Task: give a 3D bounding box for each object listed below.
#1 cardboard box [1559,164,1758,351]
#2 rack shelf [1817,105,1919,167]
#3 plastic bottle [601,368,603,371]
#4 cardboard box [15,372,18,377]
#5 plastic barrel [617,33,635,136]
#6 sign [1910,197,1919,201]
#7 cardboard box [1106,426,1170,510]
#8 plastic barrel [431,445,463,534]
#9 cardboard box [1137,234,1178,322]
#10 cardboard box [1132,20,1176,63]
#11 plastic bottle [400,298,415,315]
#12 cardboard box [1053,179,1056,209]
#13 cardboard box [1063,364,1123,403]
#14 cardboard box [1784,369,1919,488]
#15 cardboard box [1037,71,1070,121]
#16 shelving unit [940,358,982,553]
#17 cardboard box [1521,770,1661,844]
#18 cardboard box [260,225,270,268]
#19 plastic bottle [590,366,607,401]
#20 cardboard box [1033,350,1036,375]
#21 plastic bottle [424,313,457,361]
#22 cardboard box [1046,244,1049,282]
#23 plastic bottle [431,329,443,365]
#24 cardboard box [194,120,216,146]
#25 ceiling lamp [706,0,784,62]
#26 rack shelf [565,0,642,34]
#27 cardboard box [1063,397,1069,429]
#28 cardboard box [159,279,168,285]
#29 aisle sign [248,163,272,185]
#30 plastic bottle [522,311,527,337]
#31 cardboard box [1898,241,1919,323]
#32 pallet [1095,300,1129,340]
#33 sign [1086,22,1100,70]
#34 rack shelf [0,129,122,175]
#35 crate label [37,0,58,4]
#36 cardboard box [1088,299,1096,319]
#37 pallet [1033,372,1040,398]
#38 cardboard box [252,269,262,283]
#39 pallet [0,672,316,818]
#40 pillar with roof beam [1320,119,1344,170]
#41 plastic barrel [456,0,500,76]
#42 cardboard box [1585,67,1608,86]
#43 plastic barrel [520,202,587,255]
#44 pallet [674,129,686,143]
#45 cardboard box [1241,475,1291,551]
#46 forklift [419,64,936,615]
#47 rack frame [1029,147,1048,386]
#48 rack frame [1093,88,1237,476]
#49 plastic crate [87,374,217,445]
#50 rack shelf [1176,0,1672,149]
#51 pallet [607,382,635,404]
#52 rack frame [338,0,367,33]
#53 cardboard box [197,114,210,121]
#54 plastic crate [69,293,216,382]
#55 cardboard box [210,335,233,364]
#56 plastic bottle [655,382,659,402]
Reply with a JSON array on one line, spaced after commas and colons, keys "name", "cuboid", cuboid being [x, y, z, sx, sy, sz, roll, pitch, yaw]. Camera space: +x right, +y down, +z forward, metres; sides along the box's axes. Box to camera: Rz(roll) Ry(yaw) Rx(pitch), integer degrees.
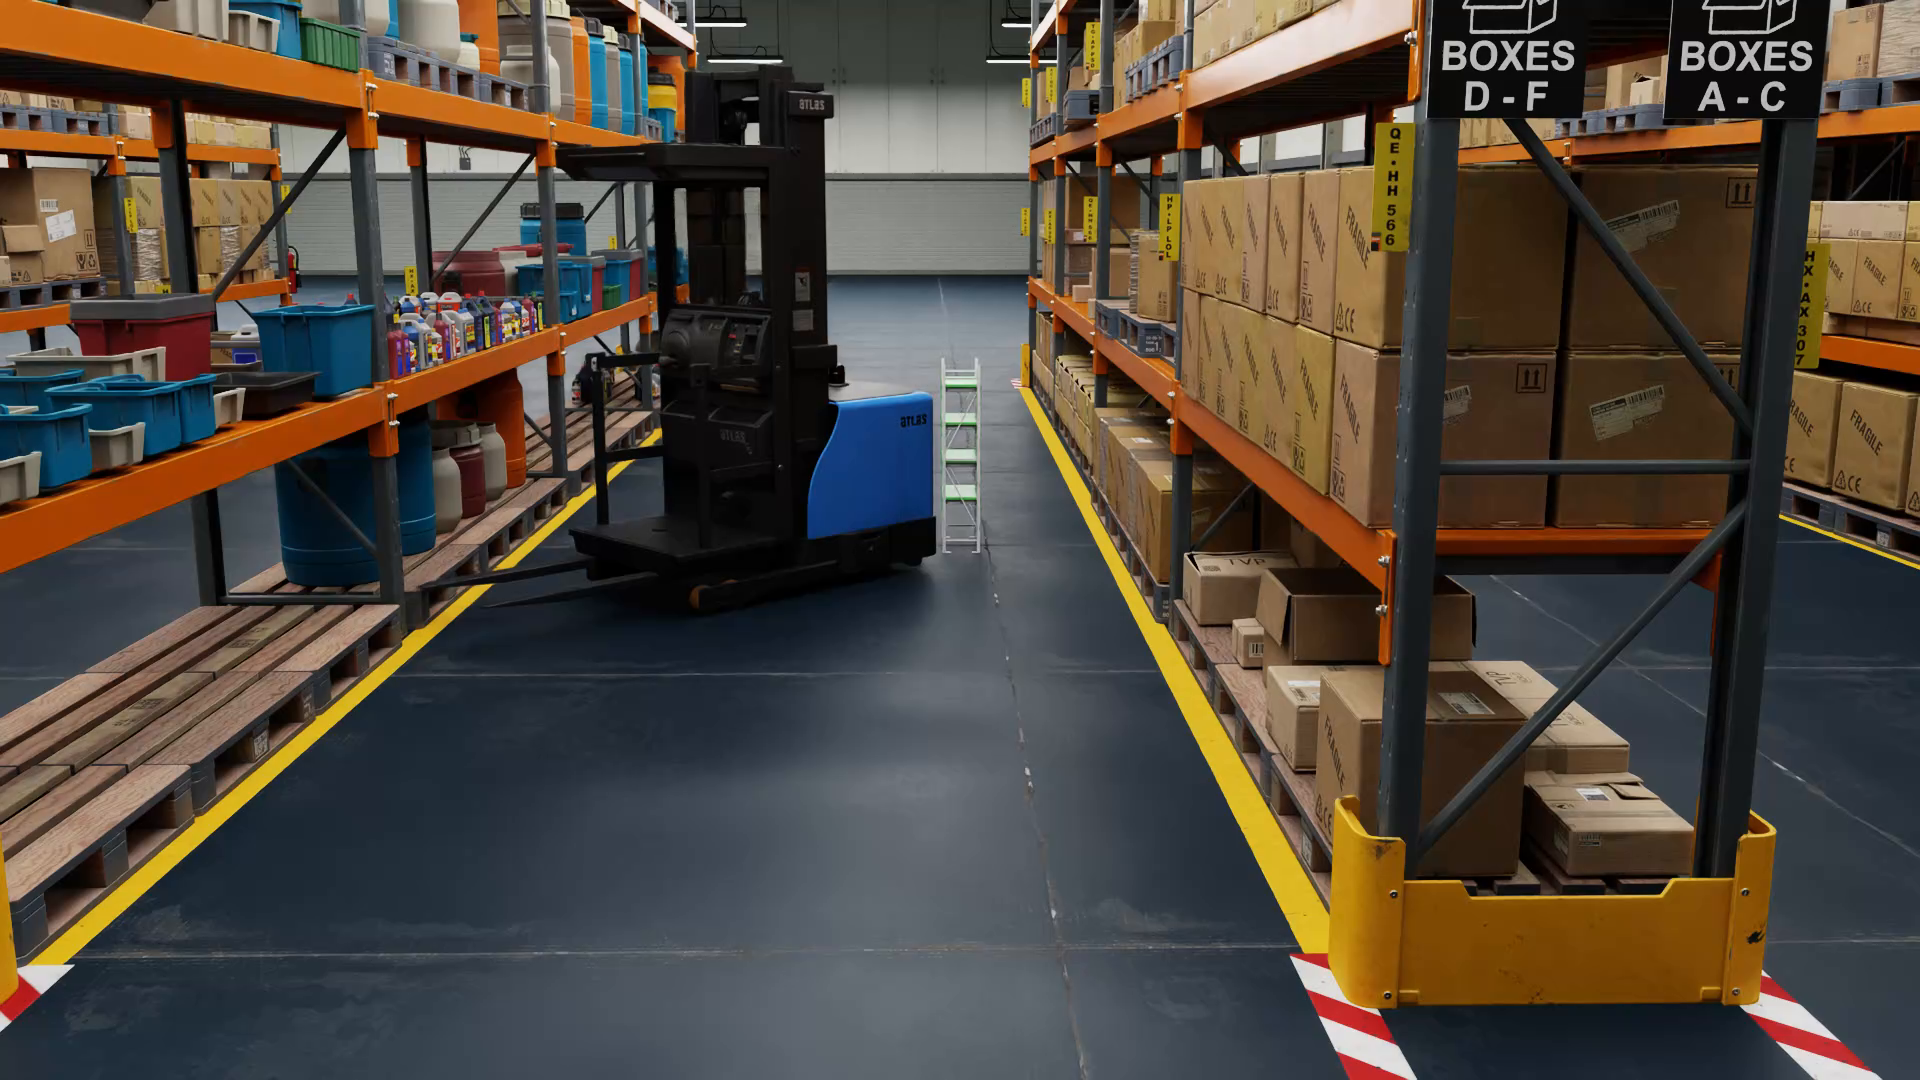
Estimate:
[{"name": "cardboard box", "cuboid": [1.927, -0.815, 4.765, 0.500, 0.500, 0.500, 0, 11, 1]}, {"name": "rack shelf", "cuboid": [6.502, -2.518, 10.190, 1.077, 0.370, 4.000, 0, 11, -1]}, {"name": "plastic bottle", "cuboid": [-3.839, -1.695, 17.611, 0.152, 0.276, 0.135, 0, 11, 0]}, {"name": "cardboard box", "cuboid": [-8.485, -1.194, 14.582, 0.700, 0.500, 0.500, -1, 12, -6]}, {"name": "plastic barrel", "cuboid": [-3.300, -4.168, 15.253, 0.600, 0.901, 0.708, 0, 11, -1]}, {"name": "sign", "cuboid": [7.015, -2.368, 12.276, 0.100, 0.325, 0.005, 0, 11, -1]}, {"name": "cardboard box", "cuboid": [1.253, -0.472, 11.021, 0.500, 0.500, 0.500, 0, 11, -2]}, {"name": "plastic barrel", "cuboid": [-3.293, -0.310, 10.245, 0.421, 0.512, 0.421, 0, 11, 0]}, {"name": "cardboard box", "cuboid": [1.492, -1.587, 10.031, 0.700, 0.500, 0.500, -3, 12, -16]}, {"name": "cardboard box", "cuboid": [1.572, -3.004, 10.528, 0.910, 0.500, 0.500, 0, 11, -1]}, {"name": "plastic bottle", "cuboid": [-3.714, -1.492, 11.192, 0.097, 0.271, 0.097, 0, 11, 0]}, {"name": "cardboard box", "cuboid": [1.378, -3.644, 17.963, 0.700, 0.500, 0.500, 0, 11, -1]}, {"name": "cardboard box", "cuboid": [1.202, -1.419, 14.960, 0.500, 0.311, 0.500, -1, 11, -3]}, {"name": "cardboard box", "cuboid": [6.344, -0.803, 11.825, 0.750, 0.750, 0.750, 0, 11, -2]}, {"name": "cardboard box", "cuboid": [1.103, -4.829, 18.115, 0.500, 0.500, 0.500, 0, 11, -1]}, {"name": "shelving unit", "cuboid": [0.003, -0.555, 10.778, 0.258, 1.200, 0.503, 0, 11, -1]}, {"name": "cardboard box", "cuboid": [2.003, 0.852, 5.334, 0.380, 0.166, 0.250, 0, 11, -1]}, {"name": "cardboard box", "cuboid": [-8.578, -3.412, 19.335, 0.875, 0.500, 0.500, 0, 11, -1]}, {"name": "plastic bottle", "cuboid": [-3.685, -1.597, 16.943, 0.144, 0.351, 0.185, 0, 11, -1]}, {"name": "cardboard box", "cuboid": [1.131, -2.118, 19.813, 0.500, 0.250, 0.500, 0, 11, -1]}, {"name": "plastic bottle", "cuboid": [-3.010, -1.179, 9.637, 0.152, 0.276, 0.135, 0, 11, -1]}, {"name": "cardboard box", "cuboid": [1.355, -3.219, 19.129, 0.700, 0.500, 0.500, 0, 11, 0]}, {"name": "plastic bottle", "cuboid": [-2.977, -1.093, 9.401, 0.097, 0.201, 0.097, 0, 11, 0]}, {"name": "cardboard box", "cuboid": [-8.267, -4.328, 17.680, 0.500, 0.250, 0.500, 0, 11, -2]}, {"name": "ceiling lamp", "cuboid": [-5.664, -14.198, 43.730, 2.000, 3.185, 0.800, 0, 11, -1]}, {"name": "rack shelf", "cuboid": [-3.486, -4.546, 13.650, 1.077, 0.370, 4.000, 0, 11, -1]}, {"name": "cardboard box", "cuboid": [1.208, -1.144, 15.015, 0.500, 0.250, 0.500, -1, 11, -3]}, {"name": "cardboard box", "cuboid": [-8.208, -2.552, 16.726, 0.380, 0.149, 0.250, 0, 11, -1]}, {"name": "aisle sign", "cuboid": [-8.263, -4.615, 19.723, 0.394, 0.787, 0.004, 0, 11, -1]}, {"name": "plastic bottle", "cuboid": [-3.019, -1.493, 11.373, 0.097, 0.201, 0.097, 0, 11, 0]}, {"name": "cardboard box", "cuboid": [6.244, -1.599, 10.344, 0.500, 0.500, 0.500, 0, 11, 0]}, {"name": "pallet", "cuboid": [1.592, -1.548, 11.629, 1.213, 0.211, 1.003, 0, 11, -1]}, {"name": "sign", "cuboid": [0.953, -3.538, 11.912, 0.100, 0.325, 0.005, 0, 11, -1]}, {"name": "rack shelf", "cuboid": [-8.438, -3.252, 13.809, 1.077, 0.370, 4.000, 0, 11, -1]}, {"name": "crate label", "cuboid": [-2.975, -1.749, 4.964, 0.408, 0.251, 0.502, 0, 11, -1]}, {"name": "cardboard box", "cuboid": [1.213, -1.831, 13.173, 0.380, 0.149, 0.250, 0, 11, -1]}, {"name": "pallet", "cuboid": [1.400, -1.849, 19.640, 1.003, 0.211, 1.213, 0, 11, -1]}, {"name": "cardboard box", "cuboid": [-8.288, -3.049, 19.175, 0.380, 0.149, 0.250, 0, 11, -1]}, {"name": "pallet", "cuboid": [-3.280, 0.794, 6.616, 1.003, 0.211, 1.213, 0, 11, -1]}, {"name": "pillar with roof beam", "cuboid": [2.622, -8.560, 30.621, 9.100, 9.000, 0.400, 0, 11, -1]}, {"name": "plastic barrel", "cuboid": [-3.436, -3.531, 11.237, 0.600, 0.830, 0.708, 0, 11, -1]}, {"name": "cardboard box", "cuboid": [6.096, -4.710, 16.372, 0.500, 0.500, 0.500, -1, 12, -6]}, {"name": "plastic barrel", "cuboid": [-3.822, -2.720, 15.661, 0.600, 0.901, 0.708, 0, 11, -1]}, {"name": "pallet", "cuboid": [-3.691, -4.560, 18.923, 1.003, 0.211, 1.213, 0, 11, -1]}, {"name": "cardboard box", "cuboid": [1.824, -0.069, 9.037, 0.500, 0.500, 0.500, -1, 11, -4]}, {"name": "forklift", "cuboid": [-1.543, -1.143, 9.319, 1.130, 2.935, 3.031, 11, 16, 44]}, {"name": "rack frame", "cuboid": [1.342, -3.367, 20.111, 1.000, 3.000, 0.127, 0, 11, -1]}, {"name": "rack frame", "cuboid": [1.508, -1.777, 12.273, 1.000, 3.000, 0.127, 0, 11, -1]}, {"name": "plastic crate", "cuboid": [-2.989, -0.486, 6.181, 0.416, 0.233, 0.300, 0, 11, -1]}, {"name": "rack shelf", "cuboid": [1.632, -1.702, 6.167, 1.077, 0.370, 4.000, 0, 11, -1]}, {"name": "pallet", "cuboid": [-3.528, -1.562, 18.230, 1.003, 0.211, 1.213, 0, 11, -1]}, {"name": "rack frame", "cuboid": [-3.362, -3.902, 7.660, 1.000, 3.000, 0.127, 0, 11, -1]}, {"name": "cardboard box", "cuboid": [-8.265, -4.552, 17.781, 0.380, 0.149, 0.250, -1, 11, -4]}, {"name": "plastic crate", "cuboid": [-3.594, -0.844, 7.364, 0.402, 0.464, 0.583, 0, 11, -1]}, {"name": "cardboard box", "cuboid": [-8.519, -2.065, 18.924, 0.500, 0.500, 0.500, 3, 12, 14]}, {"name": "plastic bottle", "cuboid": [-3.100, -1.502, 16.850, 0.097, 0.201, 0.097, 0, 11, 0]}]
